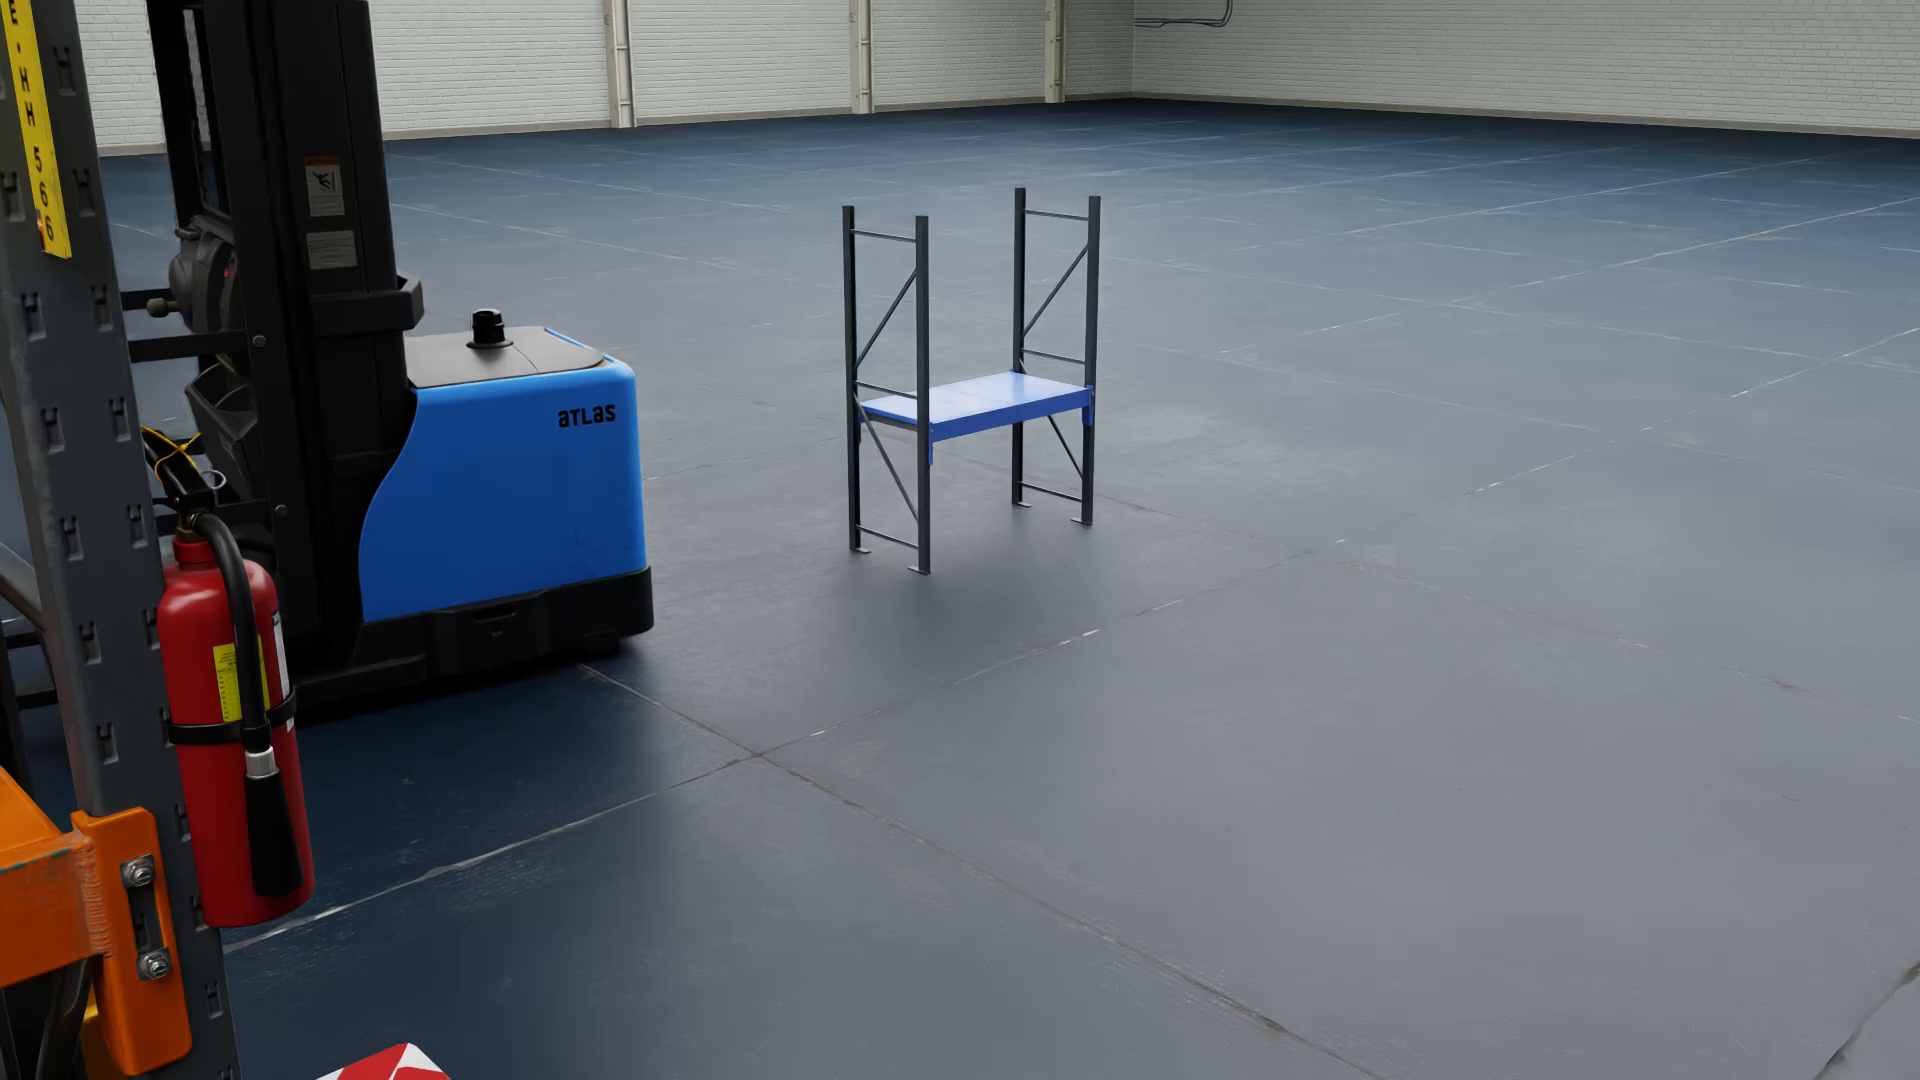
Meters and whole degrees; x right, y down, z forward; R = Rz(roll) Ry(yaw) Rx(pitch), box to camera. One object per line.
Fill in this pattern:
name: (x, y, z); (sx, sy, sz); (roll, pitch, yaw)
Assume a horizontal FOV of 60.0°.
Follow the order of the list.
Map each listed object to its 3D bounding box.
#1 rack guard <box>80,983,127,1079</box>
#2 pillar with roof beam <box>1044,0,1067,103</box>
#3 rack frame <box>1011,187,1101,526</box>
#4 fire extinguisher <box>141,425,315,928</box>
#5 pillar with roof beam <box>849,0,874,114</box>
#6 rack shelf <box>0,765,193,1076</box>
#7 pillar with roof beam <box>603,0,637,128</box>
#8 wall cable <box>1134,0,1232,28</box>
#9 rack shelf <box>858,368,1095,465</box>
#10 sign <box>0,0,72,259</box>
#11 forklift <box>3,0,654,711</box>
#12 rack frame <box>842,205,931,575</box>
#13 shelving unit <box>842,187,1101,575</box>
rack guard: (-1.370, 1.245, 2.835); (0.348, 0.500, 1.175); (-16, 24, -41)
pillar with roof beam: (5.219, -13.793, 35.435); (0.400, 9.000, 9.100); (-16, 24, -41)
rack frame: (0.431, -0.839, 7.641); (0.032, 1.500, 0.500); (-16, 24, -41)
fire extinguisher: (-0.982, 0.177, 2.202); (0.183, 0.674, 0.296); (-16, 24, -41)
pillar with roof beam: (0.859, -12.521, 31.514); (0.400, 9.000, 9.100); (-16, 24, -41)
rack shelf: (-2.840, 0.827, 1.238); (4.000, 0.370, 1.077); (-16, 24, -41)
pillar with roof beam: (-3.501, -11.250, 27.593); (0.400, 9.000, 9.100); (-16, 24, -41)
wall cable: (5.310, -13.608, 39.901); (0.112, 2.526, 3.097); (-16, 24, -41)
rack shelf: (0.062, -0.560, 7.365); (1.000, 0.185, 0.538); (-16, 24, -41)
sign: (-1.025, -0.478, 1.835); (0.005, 0.325, 0.100); (-16, 24, -41)
forklift: (-2.667, -0.874, 5.428); (3.031, 2.935, 1.130); (-11, 21, -31)
rack frame: (-0.307, -0.624, 6.977); (0.032, 1.500, 0.500); (-16, 24, -41)
shelving unit: (0.062, -0.732, 7.309); (1.048, 1.500, 0.538); (-16, 24, -41)
